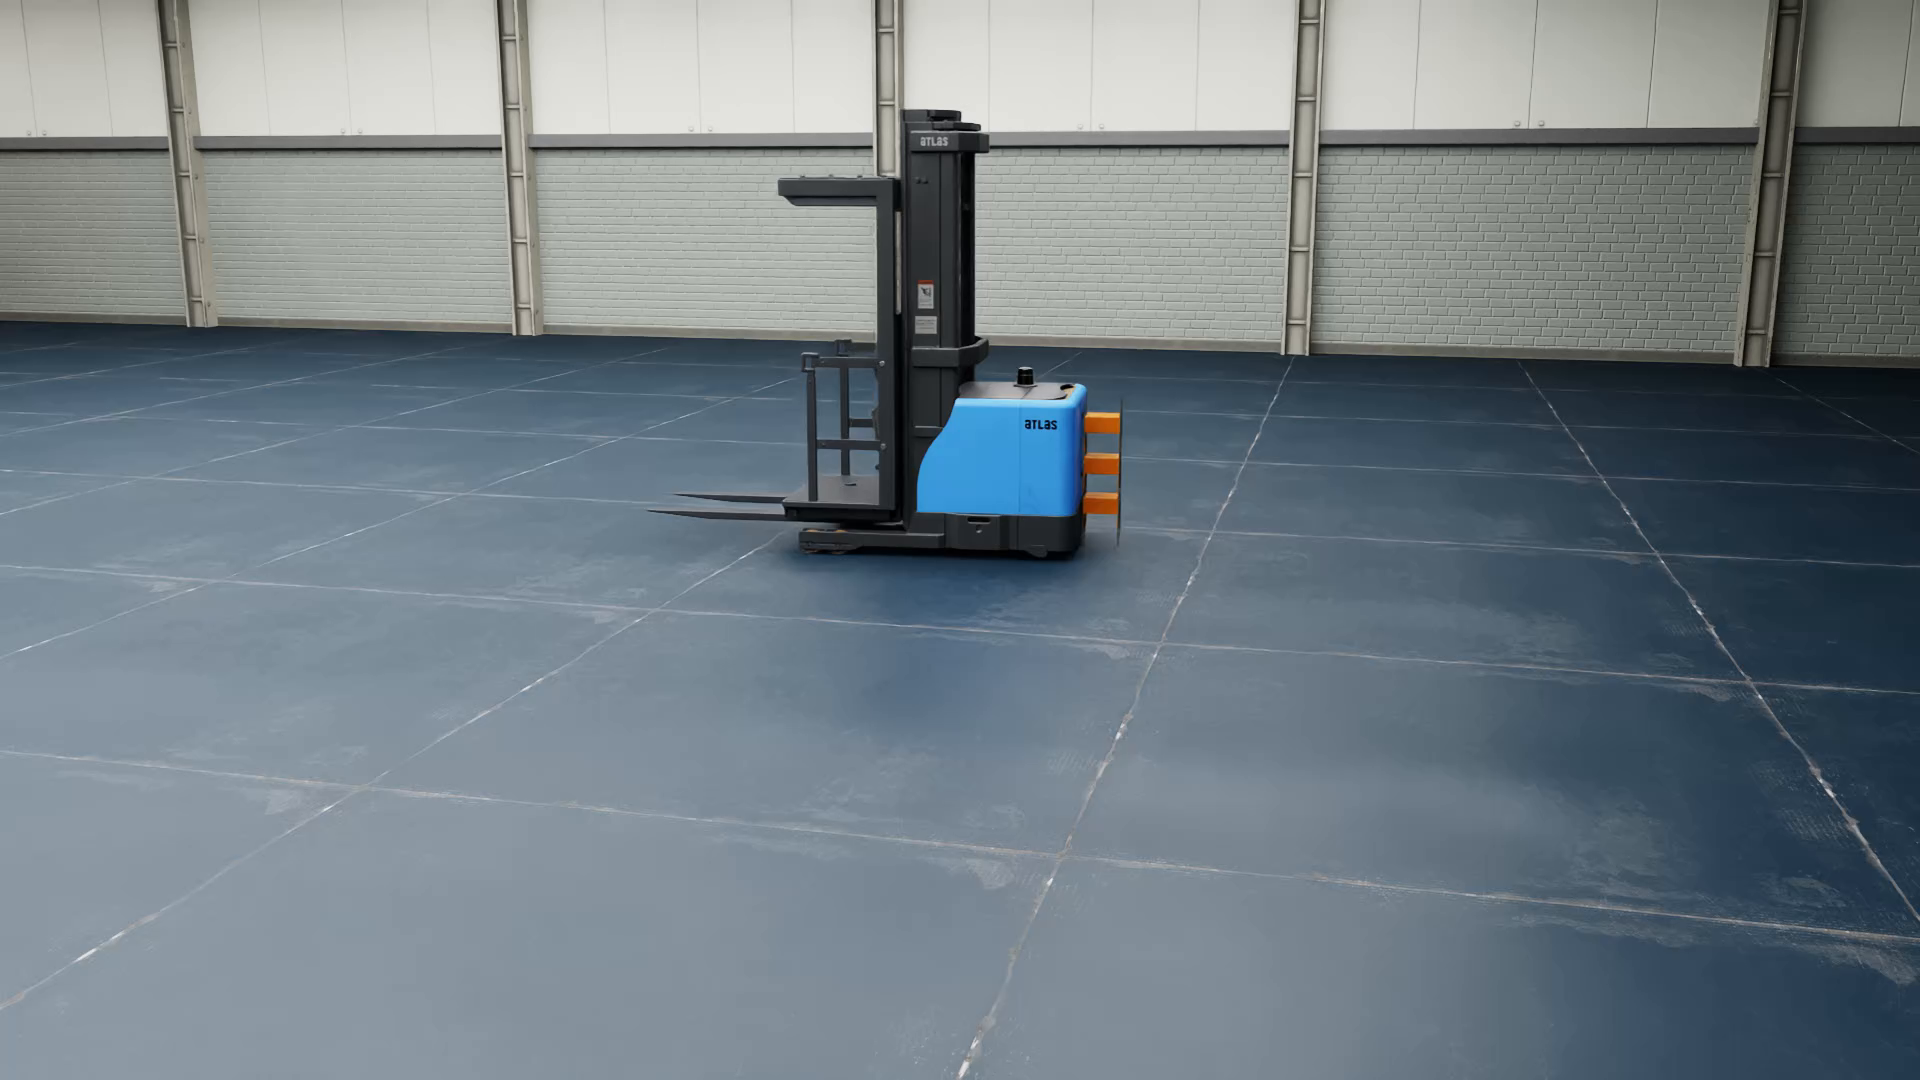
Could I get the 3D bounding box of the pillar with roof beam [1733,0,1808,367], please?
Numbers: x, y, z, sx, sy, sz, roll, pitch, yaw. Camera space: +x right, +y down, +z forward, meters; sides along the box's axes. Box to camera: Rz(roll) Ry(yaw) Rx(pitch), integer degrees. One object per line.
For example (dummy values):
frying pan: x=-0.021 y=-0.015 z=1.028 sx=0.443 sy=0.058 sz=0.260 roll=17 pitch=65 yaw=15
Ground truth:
pillar with roof beam: x=9.571 y=-5.829 z=17.230 sx=0.400 sy=9.000 sz=9.100 roll=3 pitch=13 yaw=14

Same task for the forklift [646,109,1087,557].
forklift: x=-0.655 y=-1.442 z=11.468 sx=3.031 sy=2.935 sz=1.130 roll=2 pitch=13 yaw=9

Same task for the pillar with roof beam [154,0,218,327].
pillar with roof beam: x=-13.730 y=-7.074 z=22.843 sx=0.400 sy=9.000 sz=9.100 roll=3 pitch=13 yaw=14

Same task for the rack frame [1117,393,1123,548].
rack frame: x=1.103 y=-0.477 z=11.461 sx=0.008 sy=1.050 sz=0.200 roll=2 pitch=13 yaw=9

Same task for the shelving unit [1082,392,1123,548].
shelving unit: x=0.982 y=-0.481 z=11.480 sx=0.252 sy=1.050 sz=0.215 roll=2 pitch=13 yaw=9

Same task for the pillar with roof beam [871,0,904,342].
pillar with roof beam: x=-2.079 y=-6.451 z=20.036 sx=0.400 sy=9.000 sz=9.100 roll=3 pitch=13 yaw=14

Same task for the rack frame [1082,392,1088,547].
rack frame: x=0.862 y=-0.486 z=11.499 sx=0.008 sy=1.050 sz=0.200 roll=2 pitch=13 yaw=9

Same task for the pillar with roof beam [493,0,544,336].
pillar with roof beam: x=-7.905 y=-6.763 z=21.440 sx=0.400 sy=9.000 sz=9.100 roll=3 pitch=13 yaw=14

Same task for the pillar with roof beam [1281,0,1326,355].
pillar with roof beam: x=3.746 y=-6.140 z=18.633 sx=0.400 sy=9.000 sz=9.100 roll=3 pitch=13 yaw=14

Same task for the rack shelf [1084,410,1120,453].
rack shelf: x=0.982 y=-0.748 z=11.421 sx=0.240 sy=0.259 sz=0.215 roll=2 pitch=13 yaw=9

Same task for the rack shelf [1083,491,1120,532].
rack shelf: x=0.982 y=-0.200 z=11.542 sx=0.240 sy=0.259 sz=0.215 roll=2 pitch=13 yaw=9

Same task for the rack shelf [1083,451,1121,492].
rack shelf: x=0.982 y=-0.471 z=11.482 sx=0.240 sy=0.259 sz=0.215 roll=2 pitch=13 yaw=9
